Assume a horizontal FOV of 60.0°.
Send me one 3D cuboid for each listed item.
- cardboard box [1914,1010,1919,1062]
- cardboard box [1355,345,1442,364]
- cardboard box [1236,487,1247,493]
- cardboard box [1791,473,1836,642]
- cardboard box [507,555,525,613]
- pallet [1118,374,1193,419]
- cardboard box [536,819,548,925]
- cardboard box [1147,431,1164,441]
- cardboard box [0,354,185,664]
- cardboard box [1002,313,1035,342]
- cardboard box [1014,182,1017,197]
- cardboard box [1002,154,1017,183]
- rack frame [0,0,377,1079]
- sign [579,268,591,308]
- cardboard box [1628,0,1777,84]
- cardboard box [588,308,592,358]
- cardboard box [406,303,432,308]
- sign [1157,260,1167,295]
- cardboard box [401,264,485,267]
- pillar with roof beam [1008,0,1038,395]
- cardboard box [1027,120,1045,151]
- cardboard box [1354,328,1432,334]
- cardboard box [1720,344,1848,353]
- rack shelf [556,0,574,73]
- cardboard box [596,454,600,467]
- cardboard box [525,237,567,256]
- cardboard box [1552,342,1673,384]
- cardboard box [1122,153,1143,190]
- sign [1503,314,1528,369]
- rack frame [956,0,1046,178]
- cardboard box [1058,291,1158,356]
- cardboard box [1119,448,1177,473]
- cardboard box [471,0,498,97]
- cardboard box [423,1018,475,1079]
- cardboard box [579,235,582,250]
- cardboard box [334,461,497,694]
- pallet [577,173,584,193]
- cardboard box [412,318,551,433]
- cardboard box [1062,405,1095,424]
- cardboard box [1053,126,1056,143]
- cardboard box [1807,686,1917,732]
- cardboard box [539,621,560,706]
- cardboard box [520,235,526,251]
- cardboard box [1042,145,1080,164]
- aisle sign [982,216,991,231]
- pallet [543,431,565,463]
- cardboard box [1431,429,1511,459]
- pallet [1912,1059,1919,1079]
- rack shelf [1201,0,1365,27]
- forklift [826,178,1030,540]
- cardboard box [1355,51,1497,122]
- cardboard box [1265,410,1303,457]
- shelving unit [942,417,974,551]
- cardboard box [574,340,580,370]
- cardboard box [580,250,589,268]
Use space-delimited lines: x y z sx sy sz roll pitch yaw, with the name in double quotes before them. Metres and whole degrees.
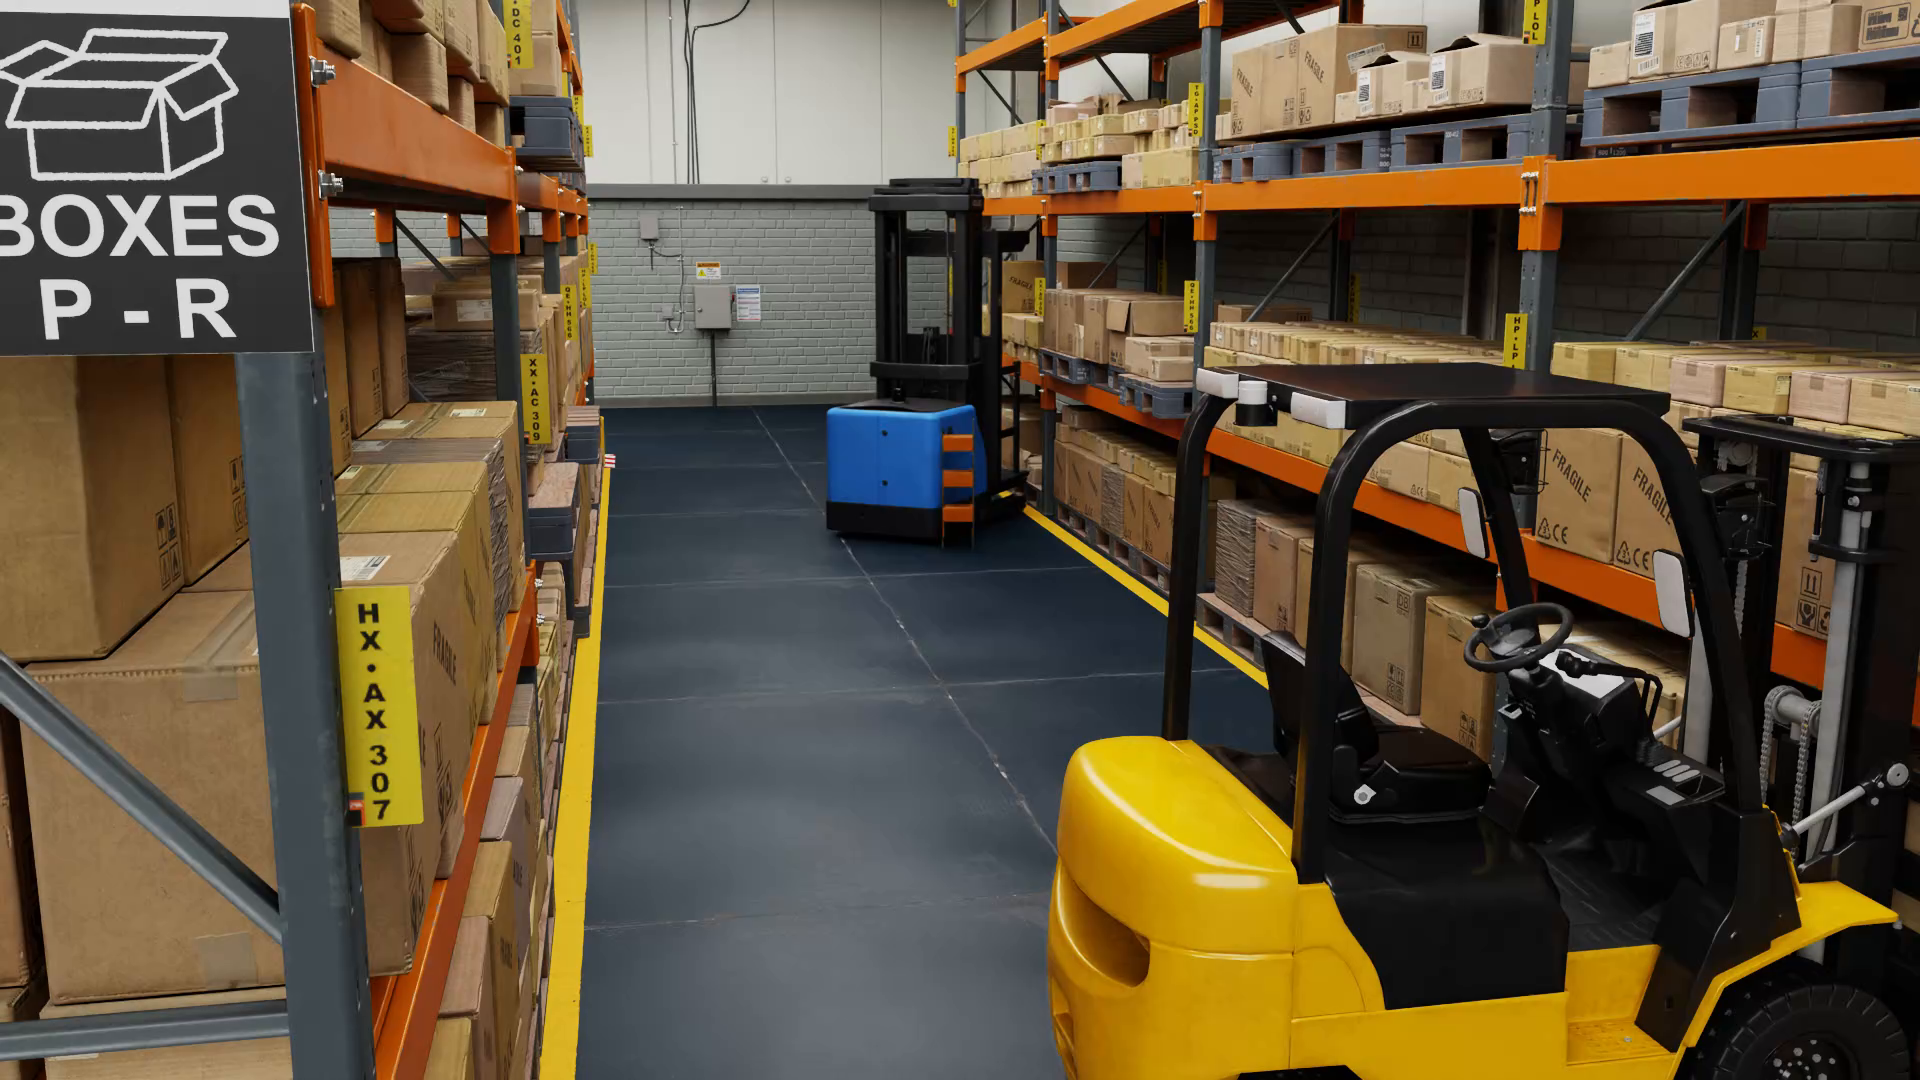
"cardboard box" 2.990 1.372 4.698 0.500 0.250 0.500 -2 11 -10
"cardboard box" 2.227 -0.904 8.420 0.380 0.149 0.250 -2 11 -11
"cardboard box" 2.128 -0.138 11.962 0.500 0.500 0.500 -2 11 -11
"cardboard box" 2.913 0.074 5.015 0.500 0.500 0.500 -2 11 -11
"cardboard box" -1.663 0.150 5.558 0.380 0.149 0.250 -2 11 -10
"pallet" 1.810 -1.009 11.489 1.213 0.211 1.003 -2 11 -11
"cardboard box" -1.701 1.176 5.725 0.500 0.250 0.500 -2 11 -8
"cardboard box" 1.775 -0.817 13.794 0.380 0.149 0.250 -3 11 -14
"cardboard box" -1.615 -0.105 2.491 0.700 0.500 0.500 -2 11 -12
"cardboard box" 0.699 -2.056 16.079 0.500 0.250 0.500 -2 11 -11
"cardboard box" 0.718 -3.311 15.717 0.380 0.149 0.250 -2 11 -9
"cardboard box" 0.694 -3.530 15.804 0.500 0.250 0.500 -2 11 -10
"rack frame" -1.298 0.667 2.172 0.949 2.616 0.053 -2 11 -11
"sign" -3.105 -2.086 13.746 0.100 0.325 0.005 -2 11 -11
"cardboard box" 2.712 -1.772 5.808 0.500 0.311 0.500 -2 11 -10
"cardboard box" -3.754 -1.957 15.690 0.500 0.500 0.500 -2 11 -9
"cardboard box" -2.779 -0.919 8.314 0.500 0.500 0.500 -2 11 -10
"sign" 1.777 -2.305 14.687 0.100 0.325 0.005 -2 11 -11
"cardboard box" -3.322 -1.520 10.718 0.500 0.500 0.500 -2 11 -10
"pillar with roof beam" -3.408 -5.767 19.927 9.100 9.000 0.400 -2 11 -11
"cardboard box" 0.899 -3.591 14.785 0.500 0.250 0.500 -2 11 -11
"cardboard box" 2.540 -1.161 9.772 0.380 0.149 0.250 -2 11 -12
"cardboard box" 3.155 -0.667 6.380 0.380 0.149 0.250 -2 11 -13
"rack shelf" -3.246 -3.565 11.351 1.077 0.370 4.000 -2 11 -11
"cardboard box" -4.001 -0.930 16.292 0.875 0.438 0.875 -2 11 -9
"cardboard box" -3.442 -2.460 13.924 0.380 0.149 0.250 -2 11 -12
"cardboard box" 2.560 -0.693 6.516 0.380 0.149 0.250 -2 11 -10
"cardboard box" 1.477 -2.651 11.980 0.500 0.250 0.500 -2 11 -11
"sign" 2.258 -0.756 6.763 0.100 0.325 0.005 -2 11 -11
"rack frame" 0.455 -5.396 17.980 1.000 3.000 0.127 -2 11 -11
"cardboard box" 1.208 -1.779 13.630 0.700 0.500 0.500 -2 11 -10
"cardboard box" 1.436 -0.604 12.676 0.380 0.149 0.250 -3 11 -14
"cardboard box" -1.630 -1.449 4.870 0.500 0.250 0.500 -2 11 -12
"cardboard box" -1.192 1.281 3.172 0.500 0.500 0.500 -3 11 -13
"cardboard box" -3.933 -2.930 16.394 0.380 0.149 0.250 -2 11 -10
"cardboard box" -1.433 0.093 4.121 0.500 0.500 0.500 -2 11 -12
"pallet" -4.018 -3.338 15.426 1.003 0.211 1.213 -2 11 -11
"cardboard box" -1.987 -0.657 6.938 0.500 0.500 0.500 -2 11 -11
"cardboard box" 1.101 -1.085 14.407 0.380 0.149 0.250 -2 11 -12
"cardboard box" 0.982 -3.350 13.738 0.380 0.149 0.250 -2 11 -10
"cardboard box" 3.273 0.674 5.689 0.500 0.250 0.500 -2 11 -11
"cardboard box" -2.464 0.662 8.098 0.950 0.372 0.625 -2 11 -9
"cardboard box" -4.385 -2.860 16.026 0.380 0.149 0.250 -2 11 -10
"cardboard box" 0.901 -3.252 14.017 0.380 0.149 0.250 -2 11 -10
"aisle sign" 0.154 -3.728 18.307 0.394 0.787 0.004 -2 11 -11
"pallet" -2.432 -0.345 7.998 1.003 0.211 1.213 -2 11 -11
"cardboard box" 2.443 -0.501 7.369 0.500 0.250 0.500 -2 11 -12
"pallet" 3.143 1.493 5.286 1.003 0.211 1.213 -2 11 -11
"rack shelf" 2.400 -3.012 8.448 1.077 0.370 4.000 -2 11 -11
"forklift" -0.055 -1.675 14.657 1.130 2.935 3.031 5 12 23
"cardboard box" 2.260 -2.198 8.047 0.500 0.311 0.500 -3 11 -13
"cardboard box" 2.057 -0.631 9.391 0.500 0.250 0.500 -2 11 -13
"shelving unit" -0.016 -0.447 13.231 0.252 1.050 0.215 0 11 0
"cardboard box" -2.984 -1.354 11.855 0.500 0.250 0.500 -2 11 -10
"cardboard box" -3.956 -2.633 16.569 0.500 0.500 0.500 -2 11 -11
